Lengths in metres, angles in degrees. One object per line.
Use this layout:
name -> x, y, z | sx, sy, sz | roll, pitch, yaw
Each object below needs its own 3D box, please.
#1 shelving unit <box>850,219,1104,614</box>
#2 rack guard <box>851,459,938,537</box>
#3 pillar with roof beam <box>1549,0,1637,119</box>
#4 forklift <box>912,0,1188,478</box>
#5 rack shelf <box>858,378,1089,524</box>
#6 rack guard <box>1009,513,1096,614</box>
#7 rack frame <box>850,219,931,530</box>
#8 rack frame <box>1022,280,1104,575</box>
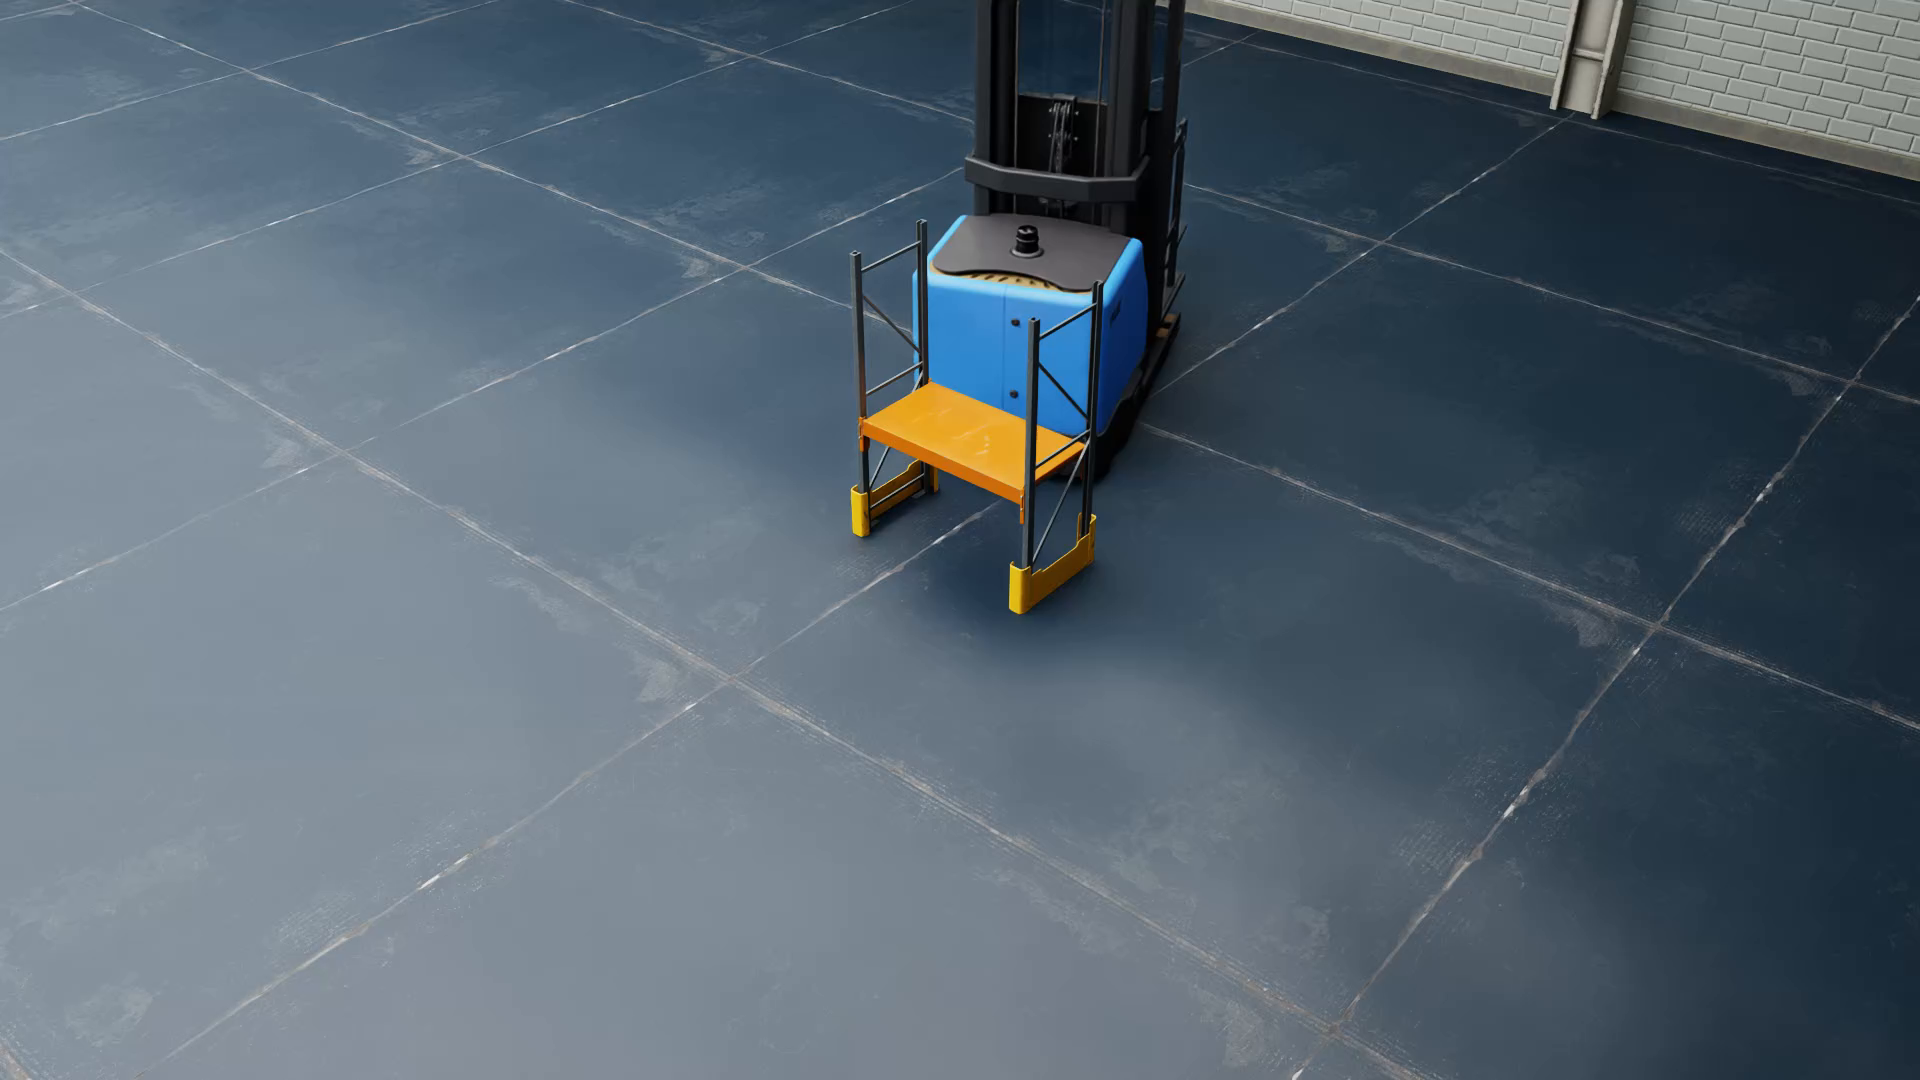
shelving unit -> 0.059, -0.591, 7.785 | 1.083, 1.500, 0.587 | 25, 42, 32
rack guard -> -0.324, -0.256, 8.402 | 0.087, 0.250, 0.587 | 25, 42, 32
pillar with roof beam -> 2.197, -5.277, 7.985 | 0.400, 9.000, 9.100 | 25, 42, 32
forklift -> 0.689, -2.359, 9.097 | 1.130, 2.935, 3.031 | 11, 36, 15
rack shelf -> 0.066, -0.439, 7.882 | 1.000, 0.185, 0.538 | 25, 42, 32
rack guard -> 0.441, 0.105, 7.876 | 0.087, 0.250, 0.587 | 25, 42, 32
rack frame -> -0.325, -0.771, 8.049 | 0.032, 1.500, 0.500 | 25, 42, 32
rack frame -> 0.456, -0.403, 7.512 | 0.032, 1.500, 0.500 | 25, 42, 32
